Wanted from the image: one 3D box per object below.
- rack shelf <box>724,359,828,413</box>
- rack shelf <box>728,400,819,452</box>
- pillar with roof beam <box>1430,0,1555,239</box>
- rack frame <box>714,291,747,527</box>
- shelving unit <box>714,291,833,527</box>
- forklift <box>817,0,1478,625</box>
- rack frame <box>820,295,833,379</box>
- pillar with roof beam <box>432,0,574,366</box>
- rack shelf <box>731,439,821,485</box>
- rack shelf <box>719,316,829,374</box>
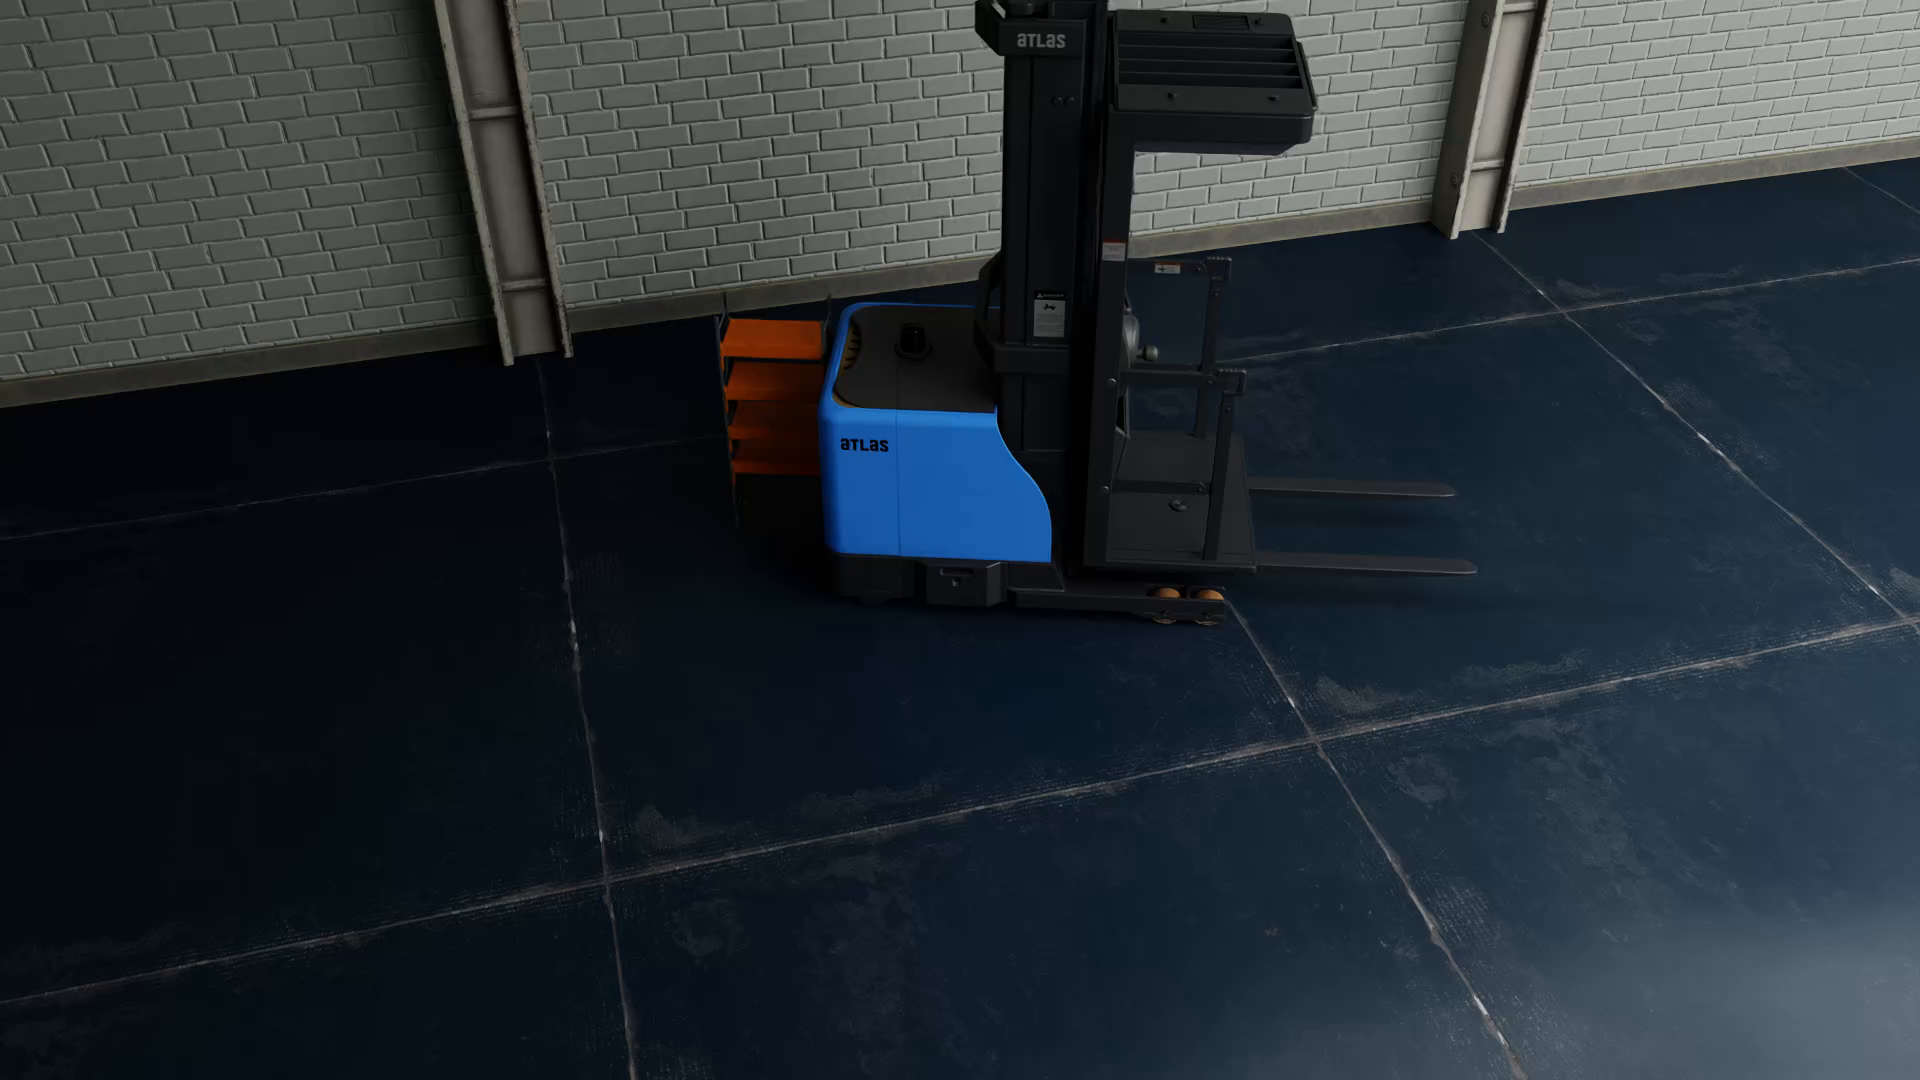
[{"bbox_3d":[-0.862,-0.726,7.934,0.480,0.148,0.258,2,37,3],"label":"rack shelf"},{"bbox_3d":[-0.862,-0.549,8.070,0.480,0.148,0.258,2,37,3],"label":"rack shelf"},{"bbox_3d":[4.449,-3.119,4.901,0.400,9.000,9.100,-9,38,-12],"label":"pillar with roof beam"},{"bbox_3d":[-1.106,-0.612,8.042,0.015,1.200,0.240,2,37,3],"label":"rack frame"},{"bbox_3d":[-0.862,-0.602,8.029,0.503,1.200,0.258,2,37,3],"label":"shelving unit"},{"bbox_3d":[0.901,-1.105,7.261,3.031,2.935,1.130,2,37,3],"label":"forklift"},{"bbox_3d":[-0.619,-0.592,8.016,0.015,1.200,0.240,2,37,3],"label":"rack frame"},{"bbox_3d":[-1.343,-2.169,3.658,0.400,9.000,9.100,-9,38,-12],"label":"pillar with roof beam"},{"bbox_3d":[-0.862,-0.391,8.191,0.480,0.148,0.258,2,37,3],"label":"rack shelf"},{"bbox_3d":[-0.862,-0.914,7.790,0.480,0.148,0.258,2,37,3],"label":"rack shelf"}]
